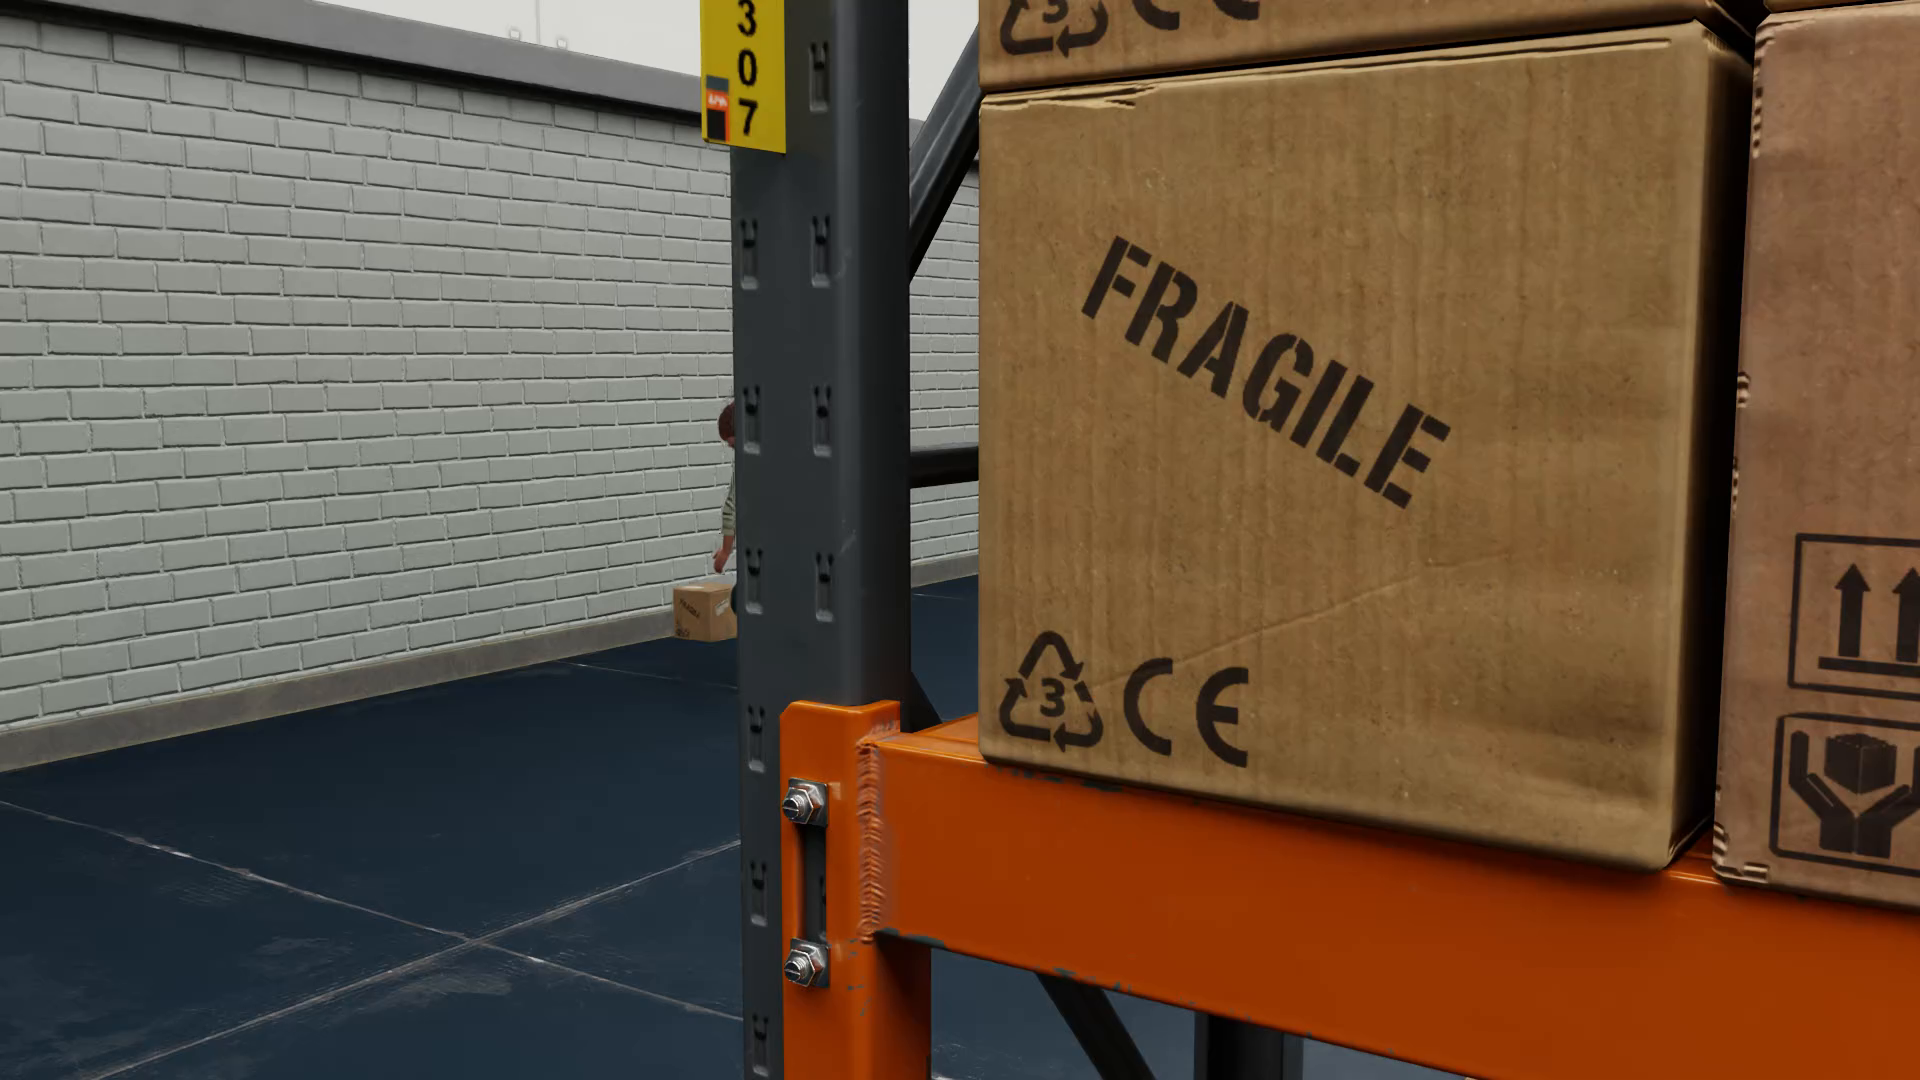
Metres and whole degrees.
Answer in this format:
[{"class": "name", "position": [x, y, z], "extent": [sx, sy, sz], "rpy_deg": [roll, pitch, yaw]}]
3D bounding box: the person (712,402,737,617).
[{"class": "person", "position": [-0.899, 0.032, 7.928], "extent": [0.601, 1.376, 0.460], "rpy_deg": [4, 8, 34]}]
